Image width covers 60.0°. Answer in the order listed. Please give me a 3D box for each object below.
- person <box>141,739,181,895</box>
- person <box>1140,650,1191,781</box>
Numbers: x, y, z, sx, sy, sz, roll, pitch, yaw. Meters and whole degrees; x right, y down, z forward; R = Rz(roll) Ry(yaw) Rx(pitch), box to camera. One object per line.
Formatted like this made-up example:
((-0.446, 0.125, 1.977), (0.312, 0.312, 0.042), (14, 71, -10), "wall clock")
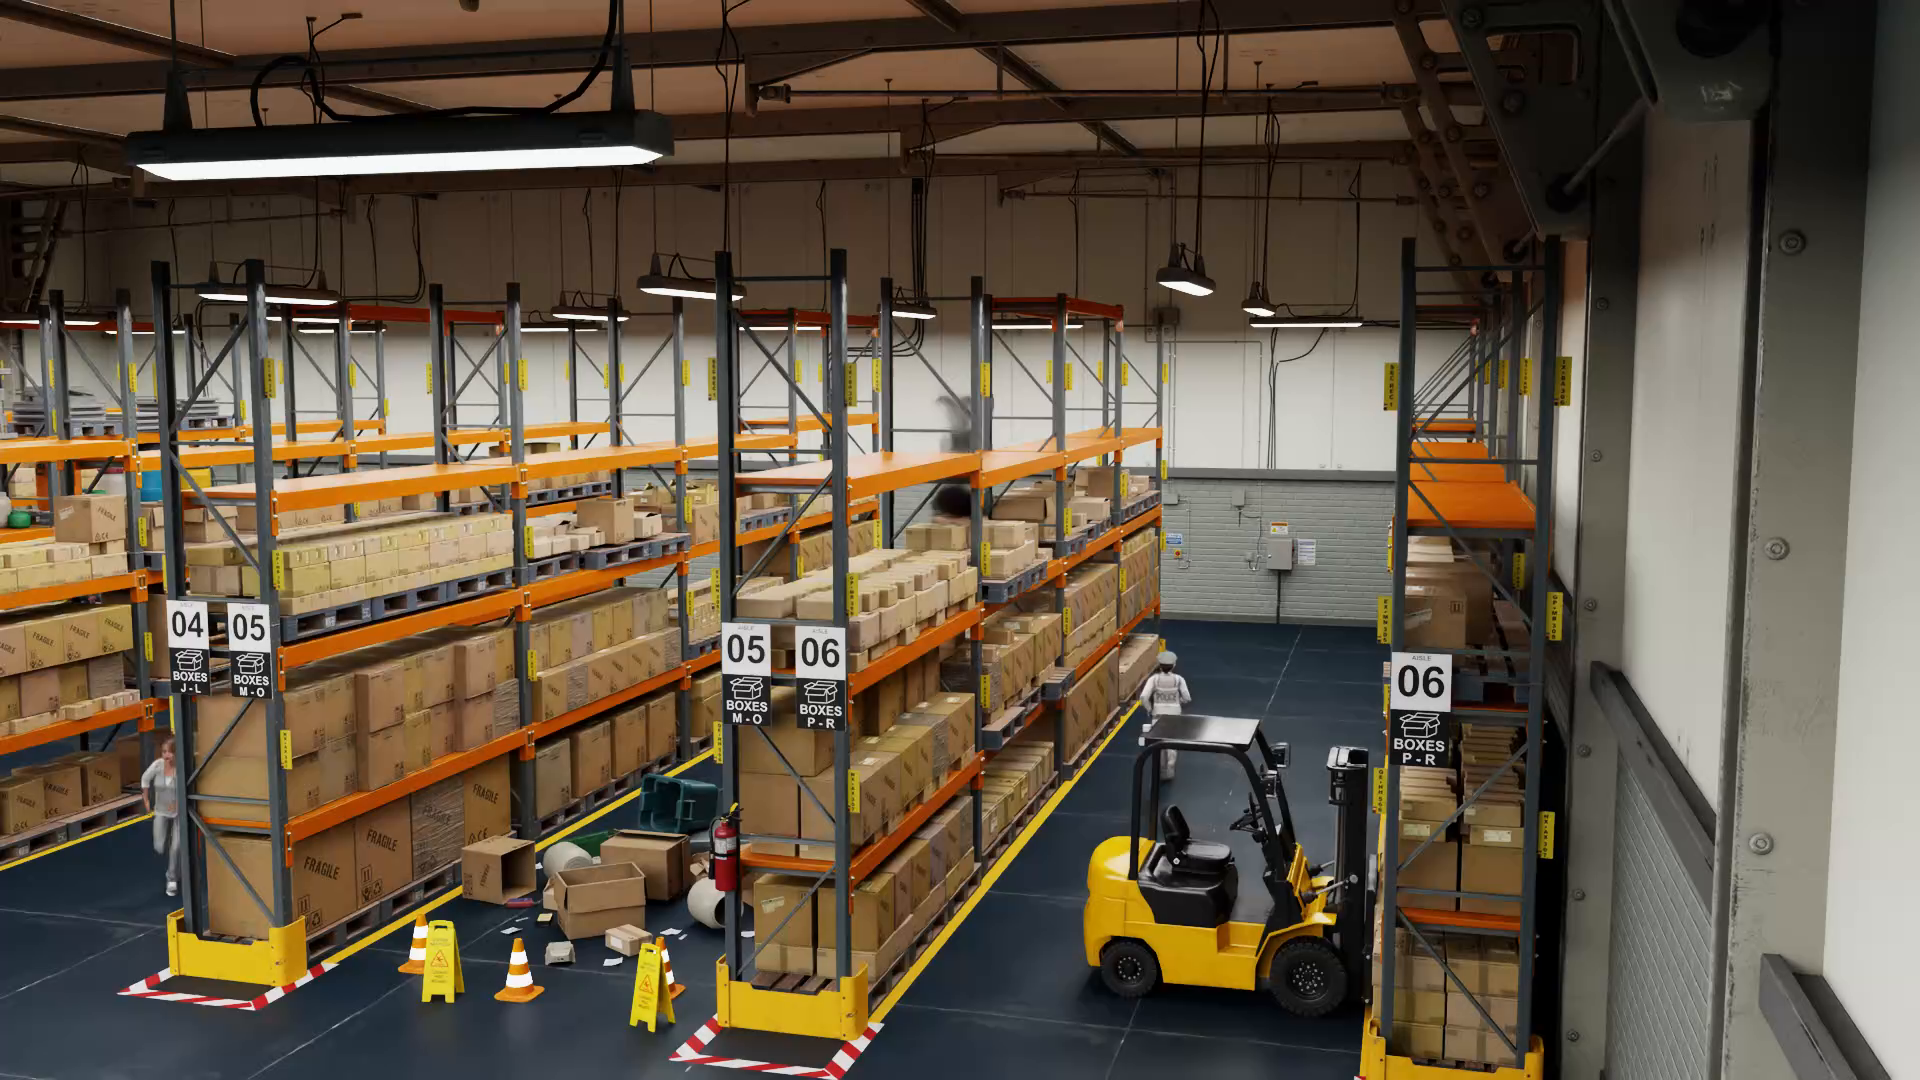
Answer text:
((-7.719, 2.699, 16.255), (0.573, 1.550, 0.631), (-1, 6, -9), "person")
((2.514, 2.210, 20.361), (0.627, 1.700, 0.760), (1, 6, 7), "person")
